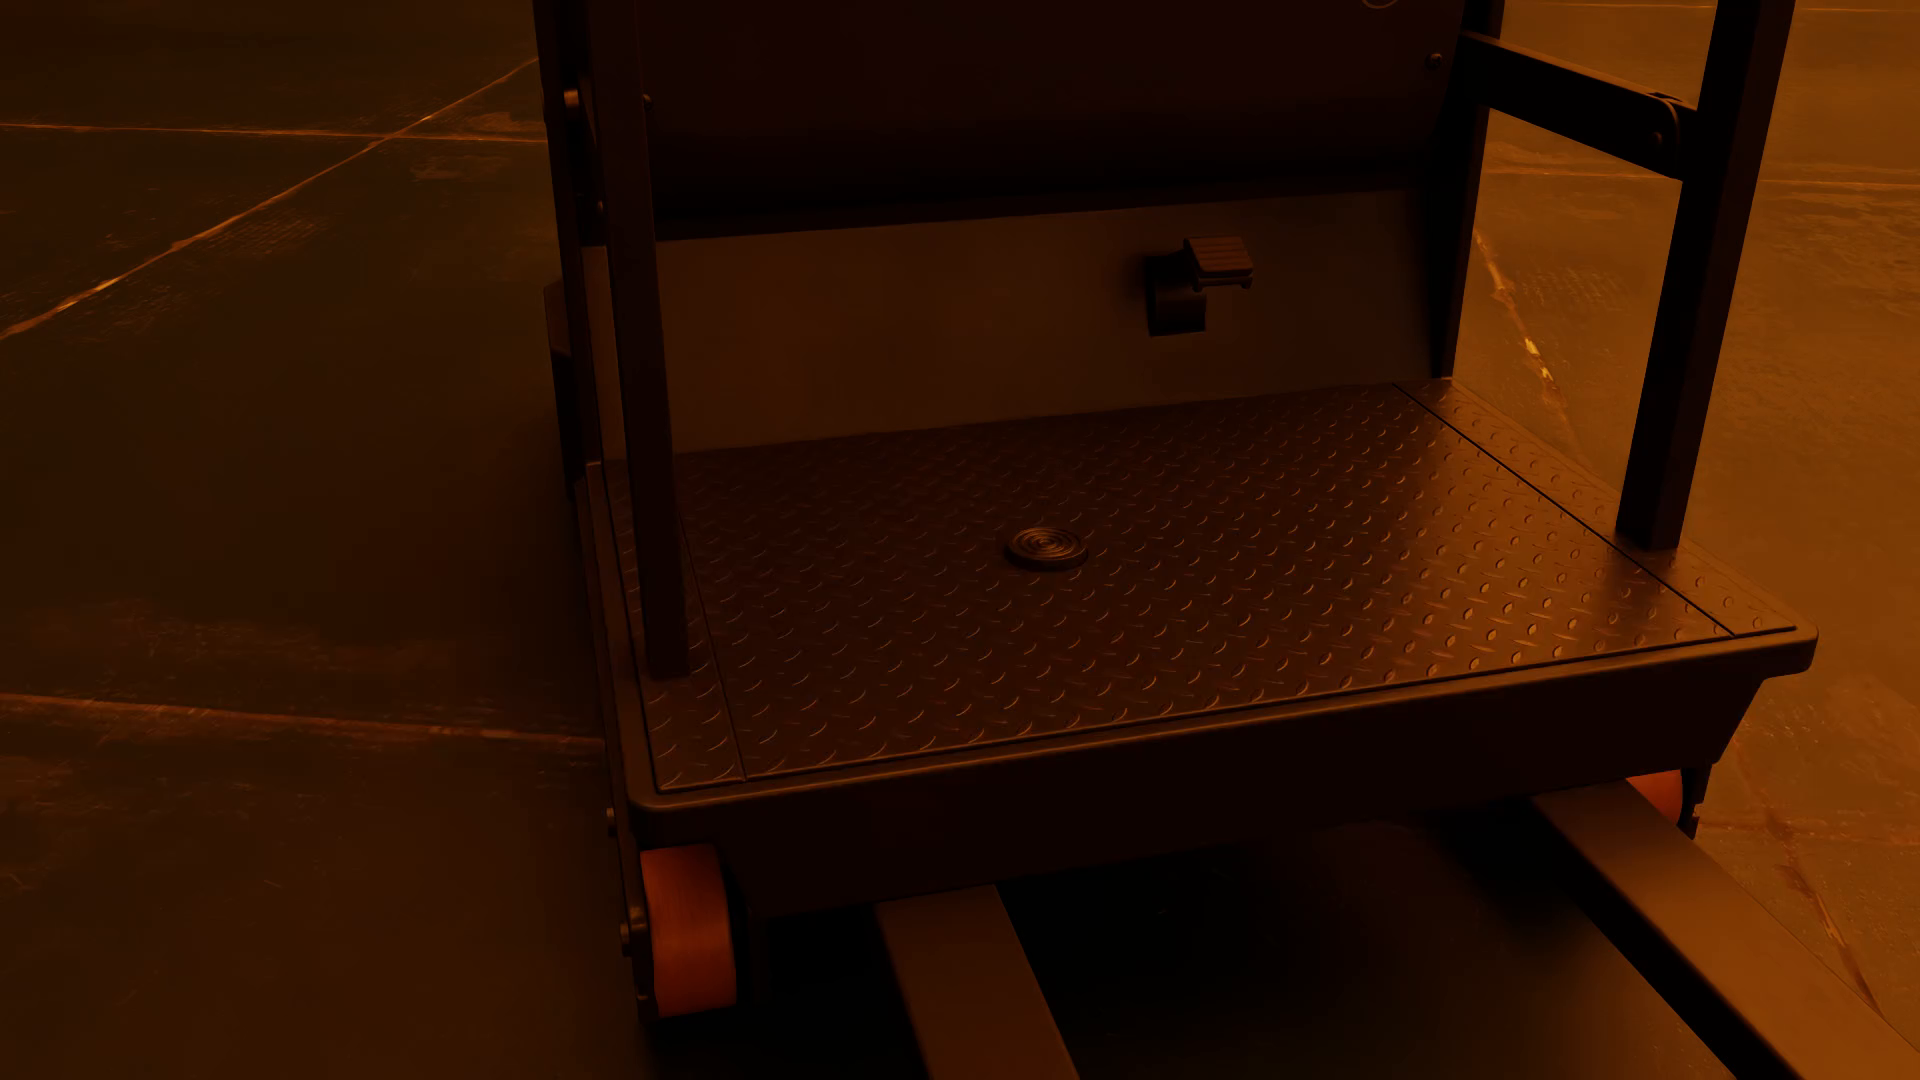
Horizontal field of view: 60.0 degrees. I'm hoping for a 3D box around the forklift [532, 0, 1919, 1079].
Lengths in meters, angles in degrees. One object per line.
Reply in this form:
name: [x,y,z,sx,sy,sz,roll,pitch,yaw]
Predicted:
forklift: [0.153,-1.049,1.319,1.130,2.935,3.031,-7,27,-13]
